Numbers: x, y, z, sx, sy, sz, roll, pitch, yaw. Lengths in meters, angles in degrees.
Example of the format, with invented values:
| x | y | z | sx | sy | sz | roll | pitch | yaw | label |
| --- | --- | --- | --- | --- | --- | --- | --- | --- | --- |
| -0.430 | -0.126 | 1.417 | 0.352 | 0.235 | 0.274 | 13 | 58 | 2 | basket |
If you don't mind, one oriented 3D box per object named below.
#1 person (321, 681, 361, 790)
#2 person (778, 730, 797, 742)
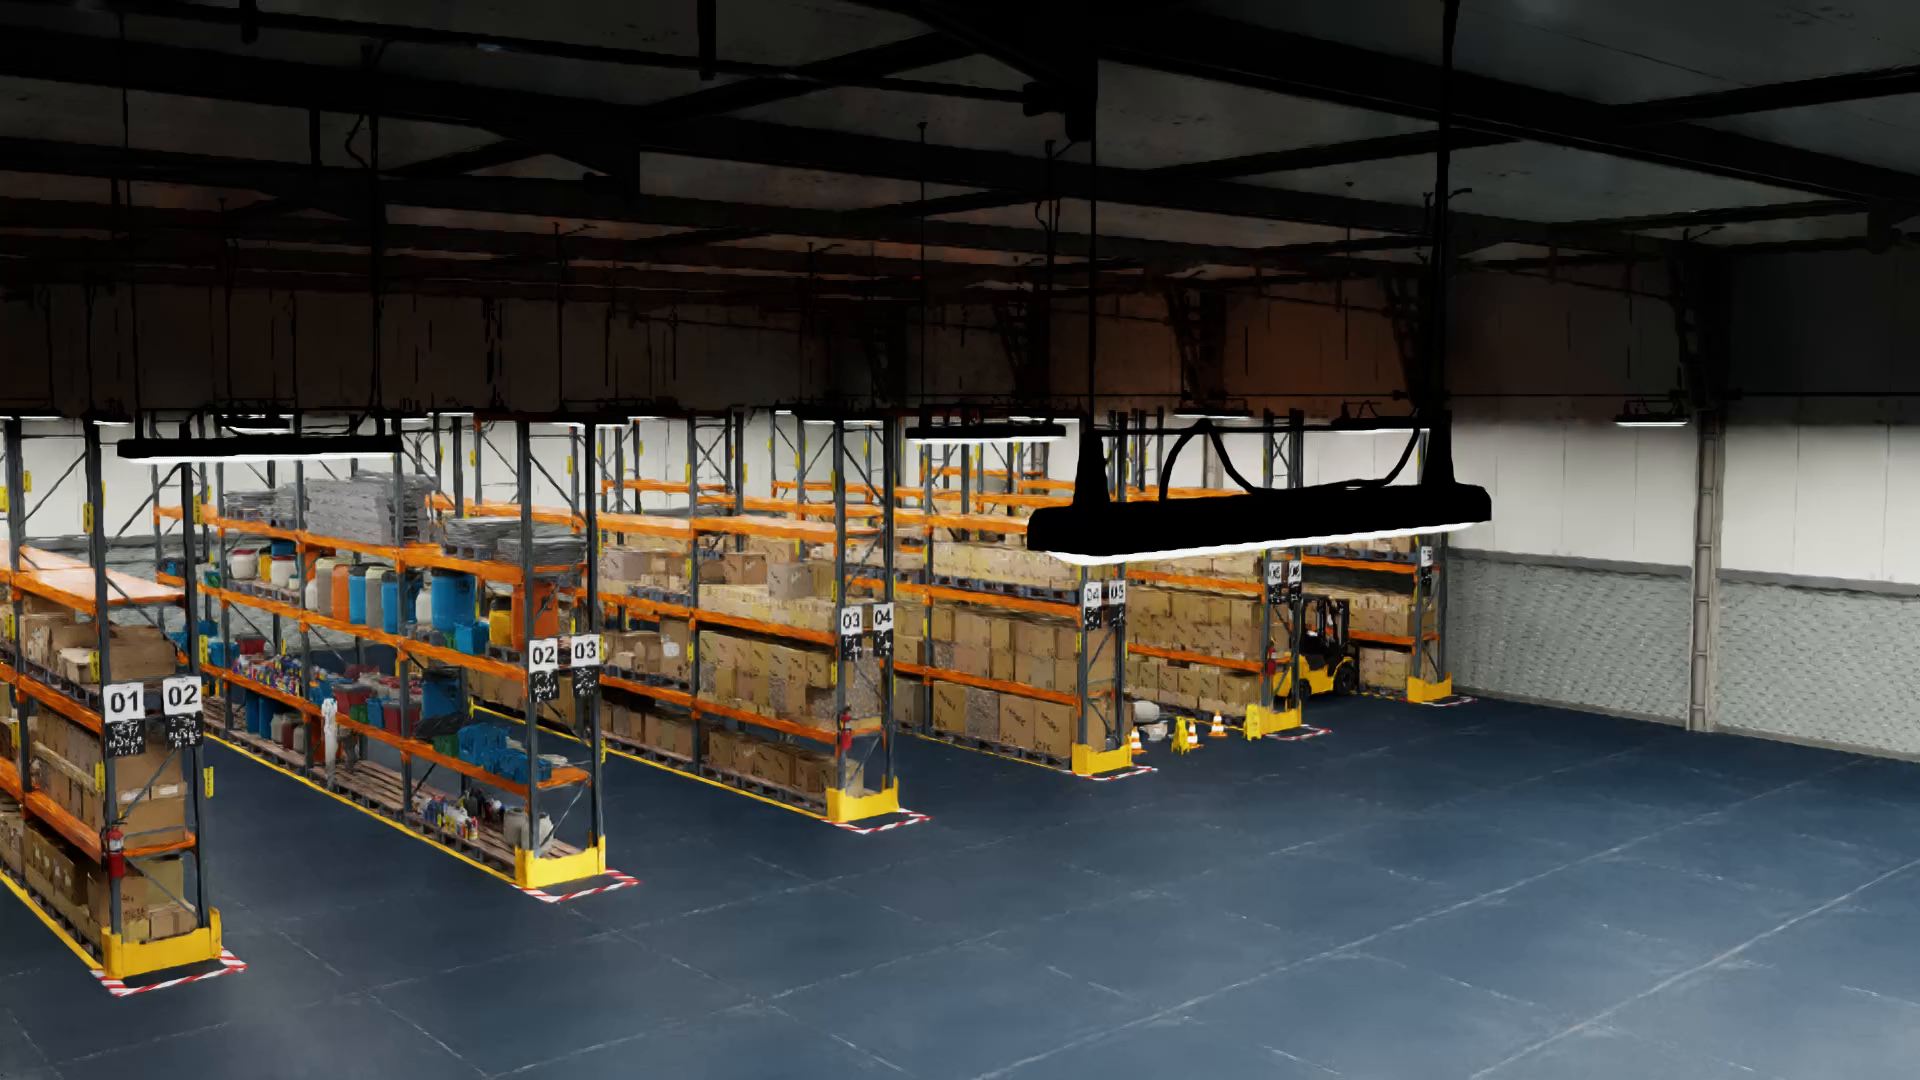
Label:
| x | y | z | sx | sy | sz | roll | pitch | yaw | label |
| --- | --- | --- | --- | --- | --- | --- | --- | --- | --- |
| -9.918 | 3.078 | 26.586 | 0.585 | 1.722 | 0.985 | -2 | 5 | -19 | person |
| -3.047 | 2.876 | 29.208 | 0.604 | 1.781 | 0.444 | 2 | 5 | 23 | person |
